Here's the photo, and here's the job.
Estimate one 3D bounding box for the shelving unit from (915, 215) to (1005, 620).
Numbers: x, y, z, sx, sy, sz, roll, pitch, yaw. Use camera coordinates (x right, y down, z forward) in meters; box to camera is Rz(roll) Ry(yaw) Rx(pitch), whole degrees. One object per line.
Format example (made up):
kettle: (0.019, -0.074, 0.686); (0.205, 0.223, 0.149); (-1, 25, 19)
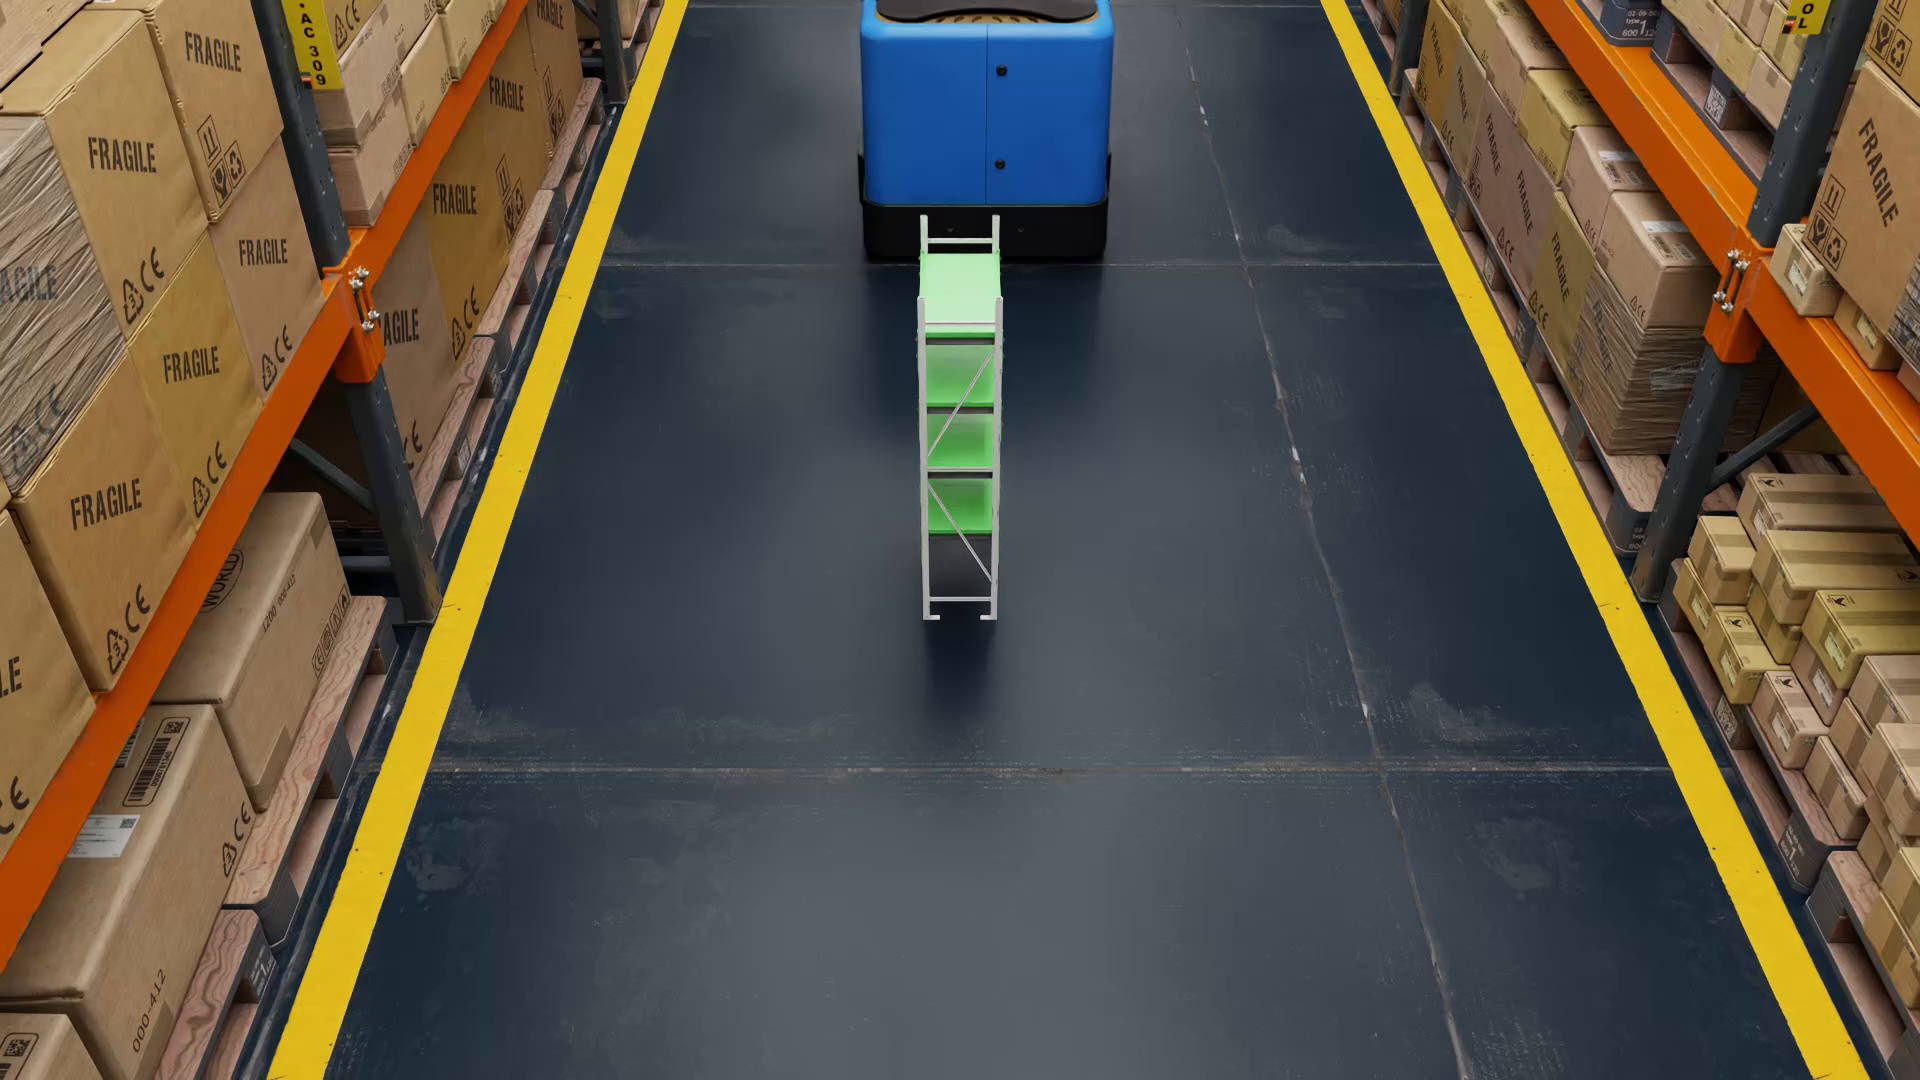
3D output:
shelving unit: (0.000, -0.365, 5.246); (0.258, 1.200, 0.503); (0, 39, 0)

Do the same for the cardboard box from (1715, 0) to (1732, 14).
cardboard box: (2.546, -1.746, 5.158); (0.380, 0.149, 0.250); (2, 39, 2)

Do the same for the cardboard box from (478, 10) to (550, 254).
cardboard box: (-2.297, -1.775, 6.930); (0.875, 0.875, 0.875); (0, 39, 1)

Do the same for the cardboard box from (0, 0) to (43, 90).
cardboard box: (-1.988, -0.940, 3.126); (0.380, 0.149, 0.250); (0, 39, 0)

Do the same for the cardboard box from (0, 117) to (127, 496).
cardboard box: (-1.928, -0.428, 3.005); (0.500, 0.500, 0.500); (0, 39, 1)

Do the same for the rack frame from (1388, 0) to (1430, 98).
rack frame: (2.738, -3.497, 7.715); (1.000, 3.000, 0.127); (0, 39, 0)

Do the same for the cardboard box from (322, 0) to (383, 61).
cardboard box: (-1.920, -1.633, 4.510); (0.500, 0.500, 0.500); (0, 39, 0)

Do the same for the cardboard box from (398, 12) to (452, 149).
cardboard box: (-1.946, -1.469, 5.305); (0.500, 0.250, 0.500); (-1, 39, -1)

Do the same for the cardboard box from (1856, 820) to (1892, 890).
cardboard box: (2.560, 0.830, 4.260); (0.380, 0.149, 0.250); (-2, 39, -2)

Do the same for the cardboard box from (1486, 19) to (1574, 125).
cardboard box: (2.485, -1.920, 6.811); (0.500, 0.250, 0.500); (0, 39, 0)

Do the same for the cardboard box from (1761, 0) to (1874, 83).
cardboard box: (2.545, -1.426, 4.758); (0.380, 0.149, 0.250); (1, 39, 1)

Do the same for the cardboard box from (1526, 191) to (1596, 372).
cardboard box: (2.489, -0.968, 6.222); (0.500, 0.500, 0.500); (-1, 39, -1)

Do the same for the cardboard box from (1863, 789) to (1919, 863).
cardboard box: (2.523, 0.715, 4.165); (0.380, 0.149, 0.250); (2, 39, 2)

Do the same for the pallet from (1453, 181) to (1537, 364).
pallet: (2.736, -1.159, 7.028); (1.003, 0.211, 1.213); (0, 39, 0)

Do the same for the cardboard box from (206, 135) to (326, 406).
cardboard box: (-1.951, -0.678, 4.118); (0.500, 0.500, 0.500); (0, 39, 0)

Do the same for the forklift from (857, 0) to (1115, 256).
forklift: (0.109, -3.255, 7.468); (1.130, 2.935, 3.031); (0, 39, 0)

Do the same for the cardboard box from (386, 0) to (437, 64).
cardboard box: (-1.955, -1.667, 5.152); (0.500, 0.250, 0.500); (1, 39, 1)

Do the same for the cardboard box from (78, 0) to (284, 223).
cardboard box: (-1.931, -1.063, 3.799); (0.500, 0.500, 0.500); (0, 39, 0)

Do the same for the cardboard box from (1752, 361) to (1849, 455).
cardboard box: (3.007, -0.646, 5.821); (0.500, 0.500, 0.500); (1, 39, 2)

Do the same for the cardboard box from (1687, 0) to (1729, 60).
cardboard box: (2.545, -1.628, 5.248); (0.380, 0.149, 0.250); (0, 39, 0)

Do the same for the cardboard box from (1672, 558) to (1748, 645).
cardboard box: (2.422, 0.181, 5.070); (0.380, 0.149, 0.250); (-2, 39, -2)

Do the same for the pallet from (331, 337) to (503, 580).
pallet: (-2.284, -0.323, 5.985); (1.003, 0.211, 1.213); (0, 39, 0)

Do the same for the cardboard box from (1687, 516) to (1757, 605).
cardboard box: (2.423, 0.064, 4.978); (0.380, 0.149, 0.250); (2, 39, 2)

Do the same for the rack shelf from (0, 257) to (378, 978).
rack shelf: (-2.205, 0.603, 3.175); (1.077, 0.370, 4.000); (0, 39, 0)

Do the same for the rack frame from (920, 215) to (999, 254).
rack frame: (0.000, -0.517, 5.436); (0.240, 1.200, 0.015); (0, 39, 0)

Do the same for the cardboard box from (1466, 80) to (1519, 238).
cardboard box: (2.493, -1.608, 7.020); (0.500, 0.500, 0.500); (-1, 39, -1)

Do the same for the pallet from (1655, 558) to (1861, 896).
pallet: (2.779, 0.512, 4.942); (1.003, 0.211, 1.213); (0, 39, 0)

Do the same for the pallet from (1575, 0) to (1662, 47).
pallet: (2.781, -2.184, 6.230); (1.003, 0.211, 1.213); (0, 39, 0)

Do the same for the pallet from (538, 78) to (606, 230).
pallet: (-2.286, -1.849, 7.889); (1.003, 0.211, 1.213); (0, 39, 0)

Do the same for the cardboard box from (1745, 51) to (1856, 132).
cardboard box: (2.544, -1.310, 4.851); (0.380, 0.149, 0.250); (-1, 39, -1)

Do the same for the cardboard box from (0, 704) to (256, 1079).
cardboard box: (-2.312, 0.860, 3.992); (0.875, 0.438, 0.875); (-1, 39, -1)

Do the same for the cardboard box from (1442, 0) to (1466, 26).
cardboard box: (2.497, -2.547, 7.593); (0.500, 0.250, 0.500); (-2, 39, -2)

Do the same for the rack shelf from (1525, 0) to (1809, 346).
rack shelf: (2.740, -1.966, 6.379); (1.077, 0.370, 4.000); (0, 39, 0)

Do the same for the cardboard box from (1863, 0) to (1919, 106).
cardboard box: (2.499, -1.259, 3.805); (0.500, 0.500, 0.500); (1, 39, 1)

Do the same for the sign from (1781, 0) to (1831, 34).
sign: (2.187, -1.445, 4.228); (0.100, 0.325, 0.005); (0, 39, 0)

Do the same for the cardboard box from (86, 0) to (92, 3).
cardboard box: (-1.997, -1.254, 3.518); (0.380, 0.149, 0.250); (1, 39, 1)

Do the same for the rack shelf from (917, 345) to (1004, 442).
rack shelf: (0.000, -0.502, 5.135); (0.258, 0.148, 0.480); (0, 39, 0)

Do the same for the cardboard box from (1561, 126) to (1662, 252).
cardboard box: (2.502, -1.264, 5.992); (0.500, 0.250, 0.500); (2, 39, 2)

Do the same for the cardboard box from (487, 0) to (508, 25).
cardboard box: (-1.922, -2.102, 6.095); (0.500, 0.250, 0.500); (-1, 39, -1)

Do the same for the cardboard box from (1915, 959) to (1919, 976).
cardboard box: (2.435, 1.027, 3.776); (0.380, 0.149, 0.250); (0, 39, 0)

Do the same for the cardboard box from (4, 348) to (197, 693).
cardboard box: (-1.930, -0.042, 3.324); (0.500, 0.500, 0.500); (-1, 39, -1)

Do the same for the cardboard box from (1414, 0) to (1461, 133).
cardboard box: (2.484, -2.243, 7.813); (0.500, 0.500, 0.500); (-2, 39, -2)

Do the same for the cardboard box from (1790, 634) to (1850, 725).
cardboard box: (2.549, 0.374, 4.590); (0.380, 0.149, 0.250); (0, 39, 0)

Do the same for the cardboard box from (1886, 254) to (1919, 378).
cardboard box: (2.499, -0.531, 3.697); (0.500, 0.500, 0.500); (0, 39, 0)

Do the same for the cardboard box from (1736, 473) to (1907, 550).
cardboard box: (2.536, -0.064, 4.899); (0.380, 0.149, 0.250); (1, 39, 2)

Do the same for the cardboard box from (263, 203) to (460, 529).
cardboard box: (-2.288, -0.651, 5.527); (0.875, 0.875, 0.875); (1, 39, 1)

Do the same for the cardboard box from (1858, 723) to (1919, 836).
cardboard box: (2.468, 0.589, 4.084); (0.380, 0.149, 0.250); (1, 39, 1)

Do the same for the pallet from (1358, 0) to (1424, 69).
pallet: (2.812, -2.902, 9.202); (1.003, 0.211, 1.213); (0, 39, 0)

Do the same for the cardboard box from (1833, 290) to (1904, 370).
cardboard box: (2.490, -0.559, 4.249); (0.380, 0.149, 0.250); (1, 39, 1)

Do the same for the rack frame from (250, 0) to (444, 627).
rack frame: (-2.207, -0.929, 4.511); (1.000, 3.000, 0.127); (0, 39, 0)

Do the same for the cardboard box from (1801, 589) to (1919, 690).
cardboard box: (2.526, 0.267, 4.487); (0.380, 0.149, 0.250); (-1, 39, -1)

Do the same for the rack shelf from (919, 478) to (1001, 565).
rack shelf: (0.000, -0.128, 5.436); (0.258, 0.148, 0.480); (0, 39, 0)

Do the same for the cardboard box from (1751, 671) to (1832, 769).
cardboard box: (2.474, 0.503, 4.668); (0.380, 0.149, 0.250); (0, 39, 0)

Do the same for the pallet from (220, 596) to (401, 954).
pallet: (-2.285, 0.635, 4.789); (1.003, 0.211, 1.213); (0, 39, 0)

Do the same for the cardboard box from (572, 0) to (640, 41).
cardboard box: (-2.203, -2.922, 8.763); (0.950, 0.372, 0.625); (-2, 39, -3)
